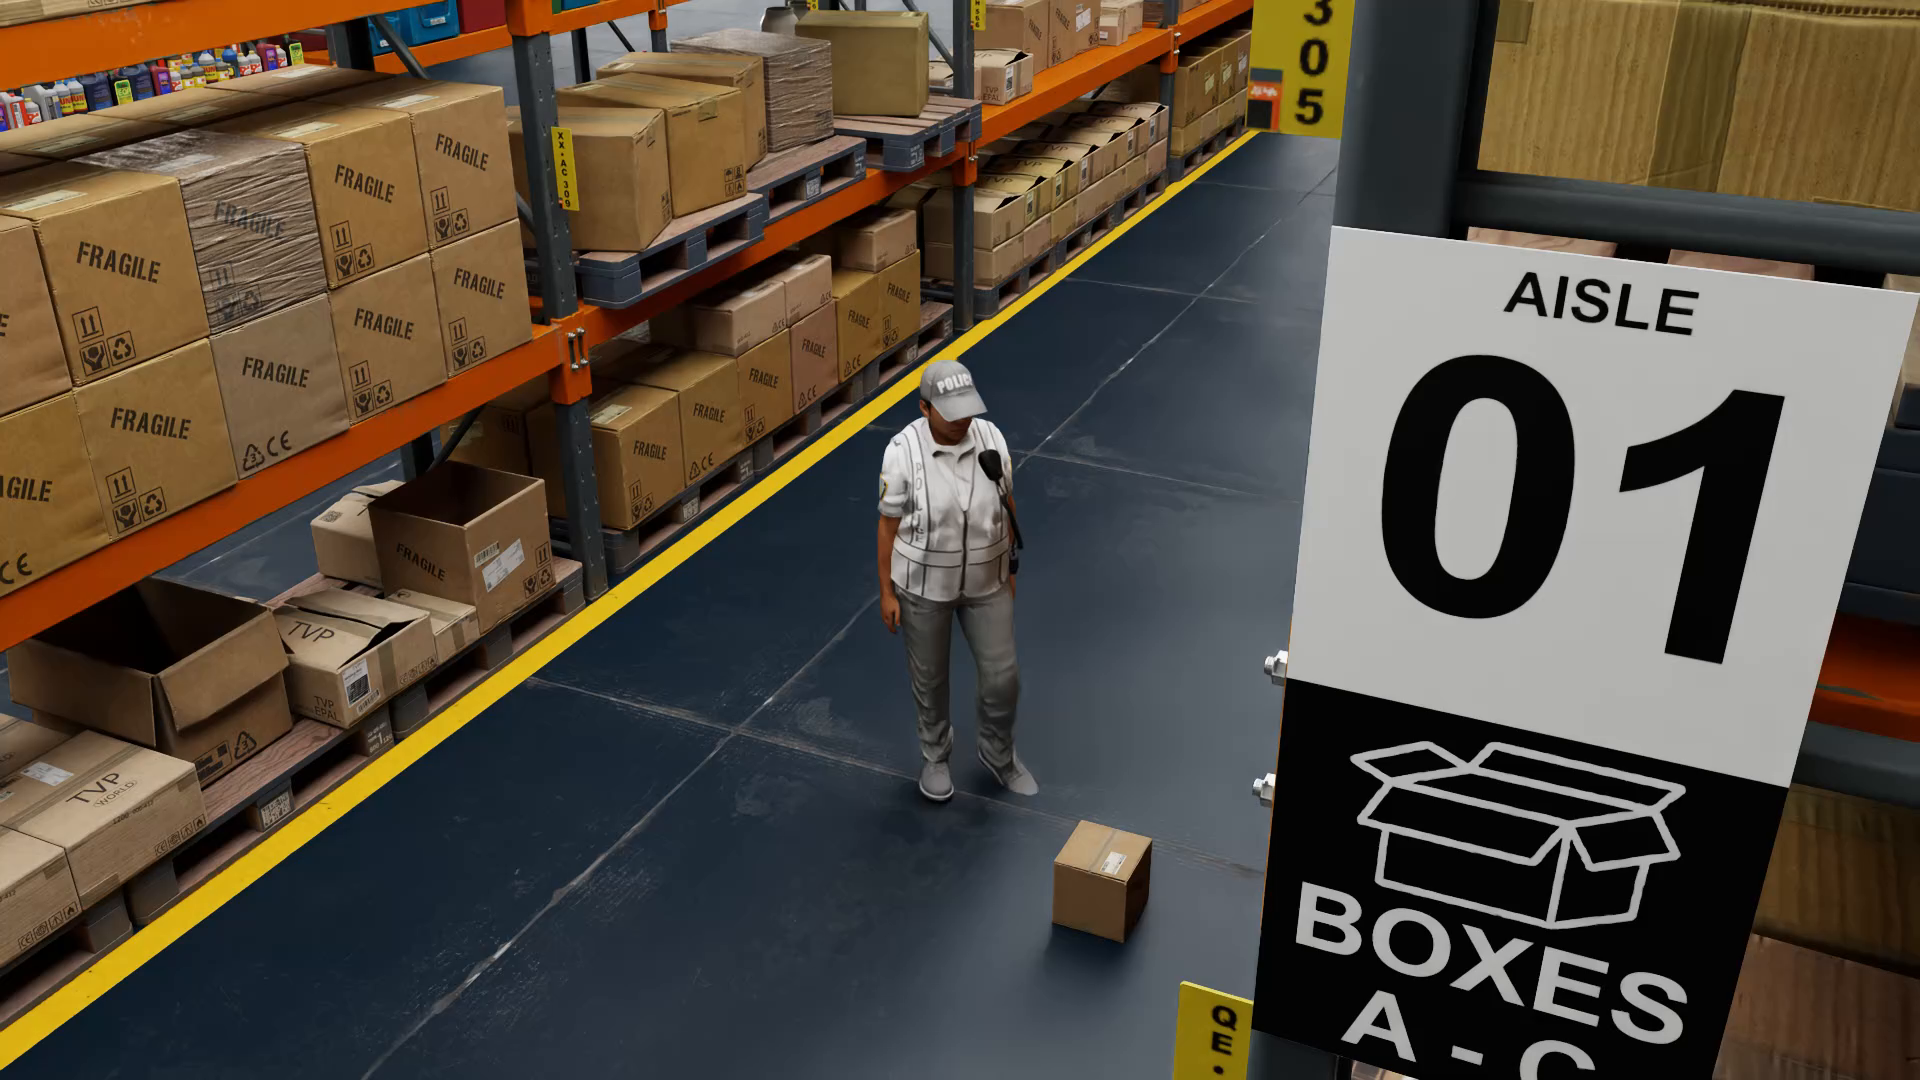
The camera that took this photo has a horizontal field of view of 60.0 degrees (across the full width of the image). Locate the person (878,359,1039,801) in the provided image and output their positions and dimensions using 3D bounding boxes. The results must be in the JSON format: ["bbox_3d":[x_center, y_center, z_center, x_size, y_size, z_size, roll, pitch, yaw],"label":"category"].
[{"bbox_3d":[0.001,0.177,5.788,0.569,1.720,0.400,-6,27,-12],"label":"person"}]
